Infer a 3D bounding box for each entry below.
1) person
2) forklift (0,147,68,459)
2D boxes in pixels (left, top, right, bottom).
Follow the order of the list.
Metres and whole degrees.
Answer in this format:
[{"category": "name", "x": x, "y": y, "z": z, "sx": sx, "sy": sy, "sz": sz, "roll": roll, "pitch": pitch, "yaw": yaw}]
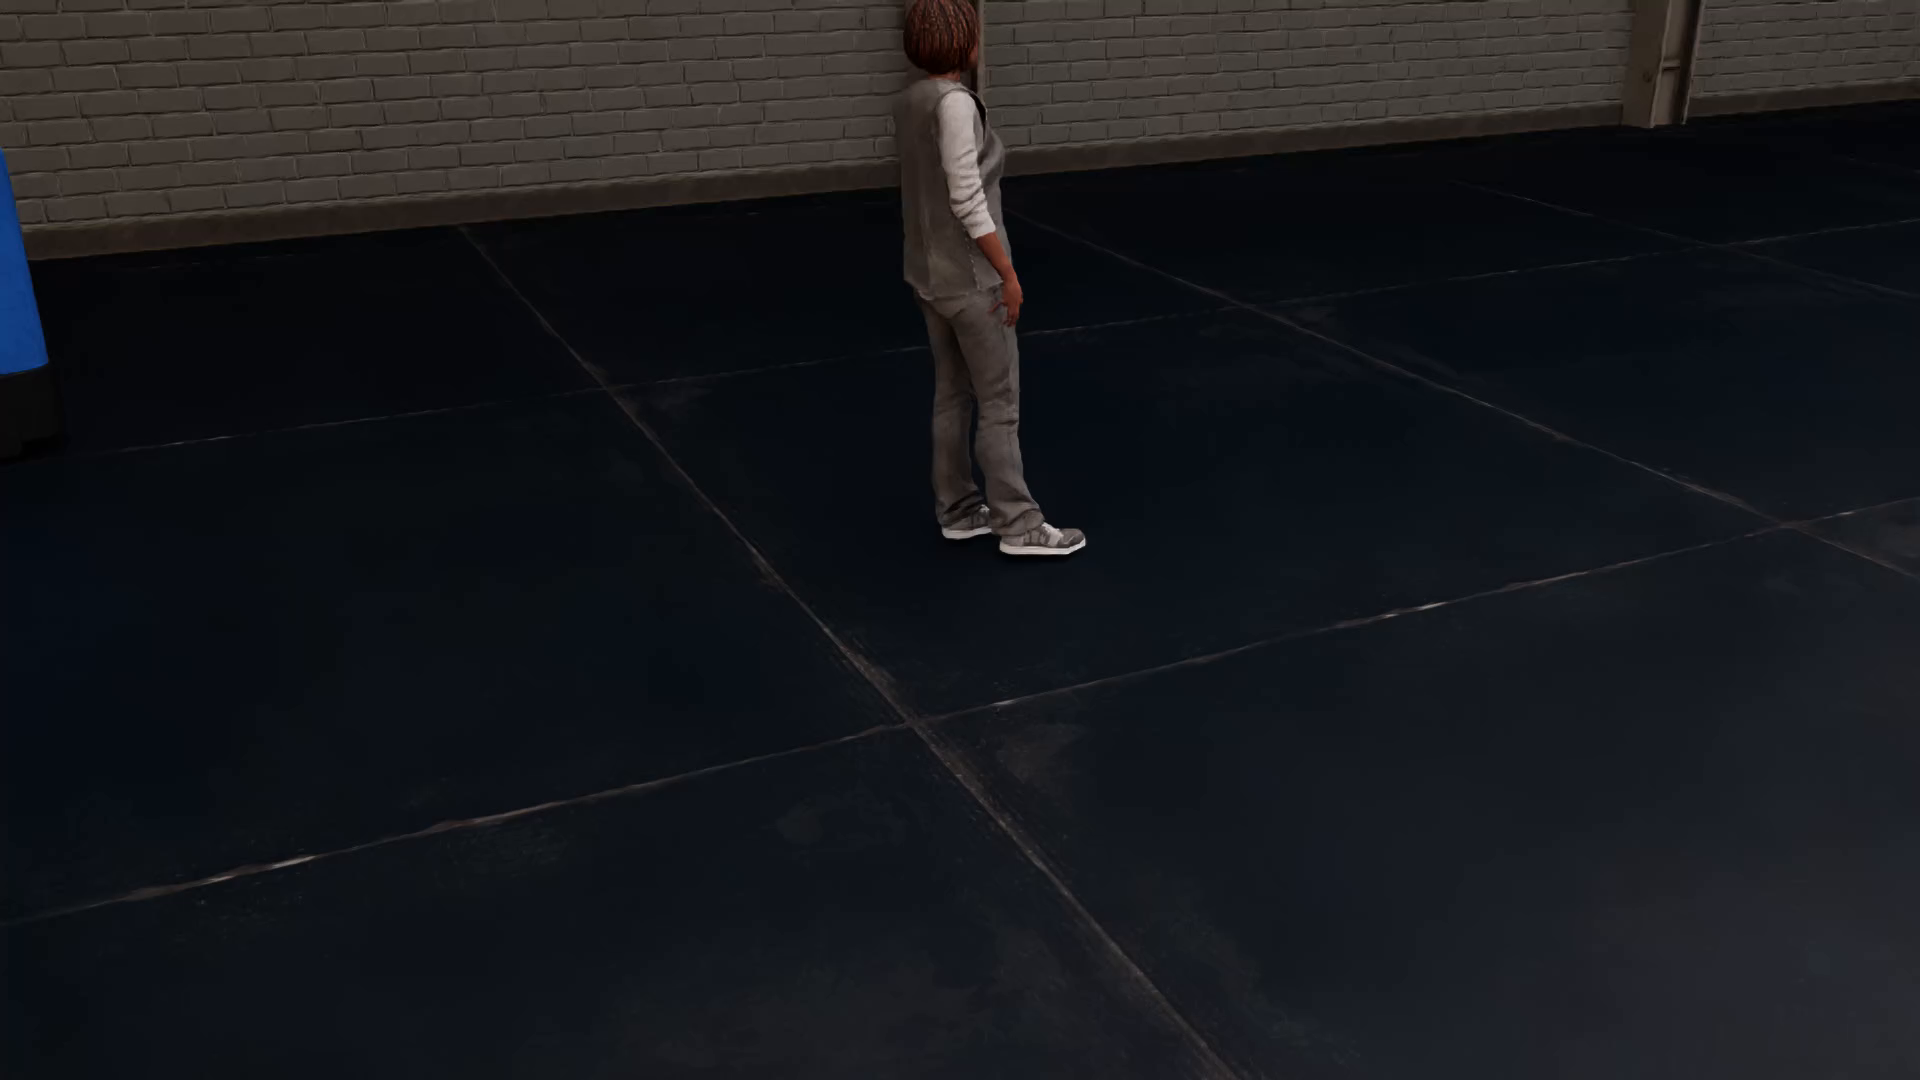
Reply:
[{"category": "person", "x": 0.073, "y": -0.751, "z": 4.815, "sx": 0.474, "sy": 1.597, "sz": 0.521, "roll": -10, "pitch": 25, "yaw": -23}, {"category": "forklift", "x": -4.543, "y": -1.402, "z": 4.661, "sx": 1.130, "sy": 2.935, "sz": 3.031, "roll": 21, "pitch": 30, "yaw": 41}]
